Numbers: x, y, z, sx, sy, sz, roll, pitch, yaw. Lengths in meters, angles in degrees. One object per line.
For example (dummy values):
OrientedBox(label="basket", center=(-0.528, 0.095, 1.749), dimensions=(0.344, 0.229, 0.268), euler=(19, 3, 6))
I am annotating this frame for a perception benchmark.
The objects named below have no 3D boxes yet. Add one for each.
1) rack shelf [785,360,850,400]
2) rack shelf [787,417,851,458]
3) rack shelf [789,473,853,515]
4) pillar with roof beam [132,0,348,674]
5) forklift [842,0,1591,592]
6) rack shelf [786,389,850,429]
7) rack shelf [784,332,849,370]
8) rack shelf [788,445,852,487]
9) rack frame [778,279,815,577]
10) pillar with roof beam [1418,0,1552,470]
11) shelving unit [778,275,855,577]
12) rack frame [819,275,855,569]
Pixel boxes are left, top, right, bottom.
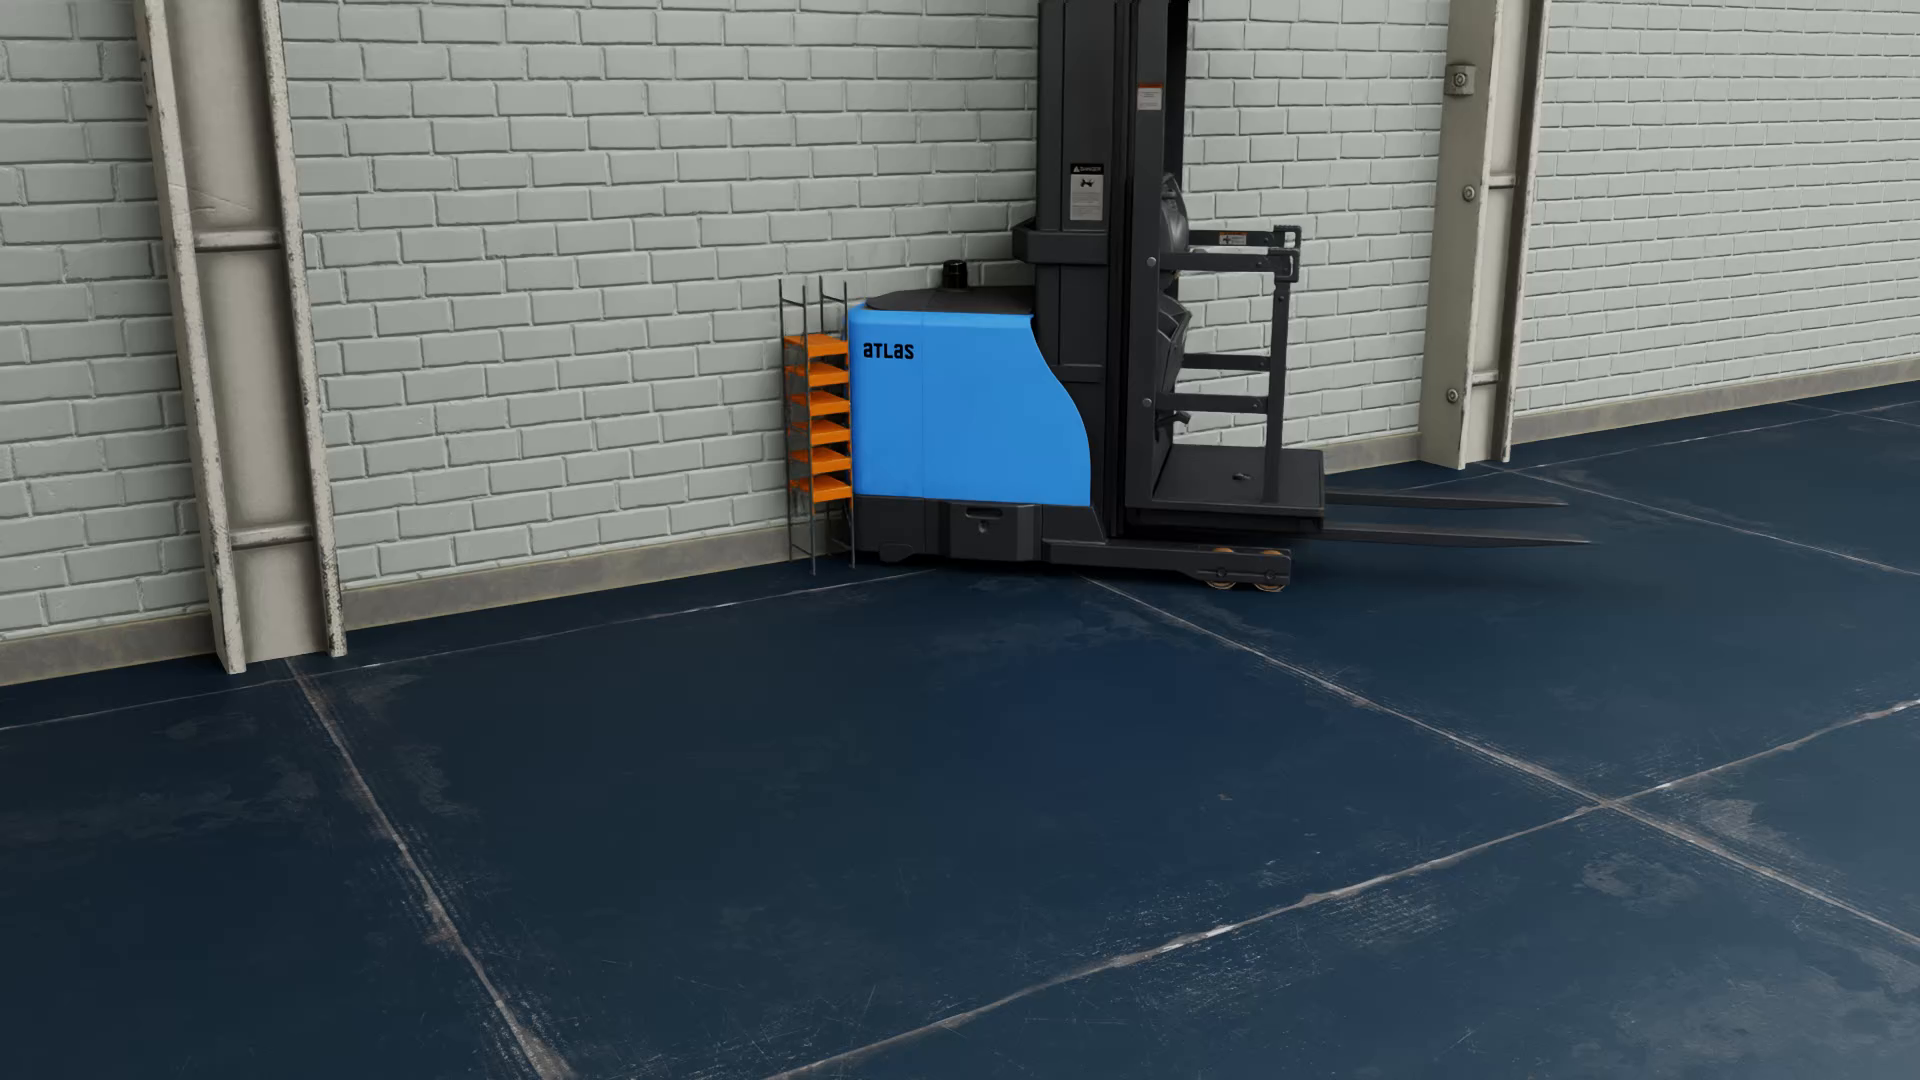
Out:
OrientedBox(label="rack shelf", center=(-0.589, -0.654, 6.781), dimensions=(0.180, 0.103, 0.258), euler=(-10, 19, -30))
OrientedBox(label="rack shelf", center=(-0.587, -0.424, 6.851), dimensions=(0.180, 0.103, 0.258), euler=(-10, 19, -30))
OrientedBox(label="rack shelf", center=(-0.586, -0.194, 6.920), dimensions=(0.180, 0.103, 0.258), euler=(-10, 19, -30))
OrientedBox(label="pillar with roof beam", center=(-0.222, -2.935, 1.207), dimensions=(0.400, 9.000, 9.100), euler=(-9, 18, -30))
OrientedBox(label="forklift", center=(1.072, -1.359, 6.826), dimensions=(3.031, 2.935, 1.130), euler=(3, 16, 11))
OrientedBox(label="rack shelf", center=(-0.588, -0.539, 6.816), dimensions=(0.180, 0.103, 0.258), euler=(-10, 19, -30))
OrientedBox(label="rack shelf", center=(-0.590, -0.768, 6.747), dimensions=(0.180, 0.103, 0.258), euler=(-10, 19, -30))
OrientedBox(label="rack shelf", center=(-0.586, -0.309, 6.886), dimensions=(0.180, 0.103, 0.258), euler=(-10, 19, -30))
OrientedBox(label="rack frame", center=(-0.666, -0.452, 6.793), dimensions=(0.006, 1.200, 0.240), euler=(-10, 19, -30))
OrientedBox(label="pillar with roof beam", center=(4.921, -3.769, 4.183), dimensions=(0.400, 9.000, 9.100), euler=(-9, 18, -30))
OrientedBox(label="shelving unit", center=(-0.588, -0.466, 6.838), dimensions=(0.189, 1.200, 0.258), euler=(-10, 19, -30))
OrientedBox(label="rack frame", center=(-0.509, -0.481, 6.883), dimensions=(0.006, 1.200, 0.240), euler=(-10, 19, -30))
